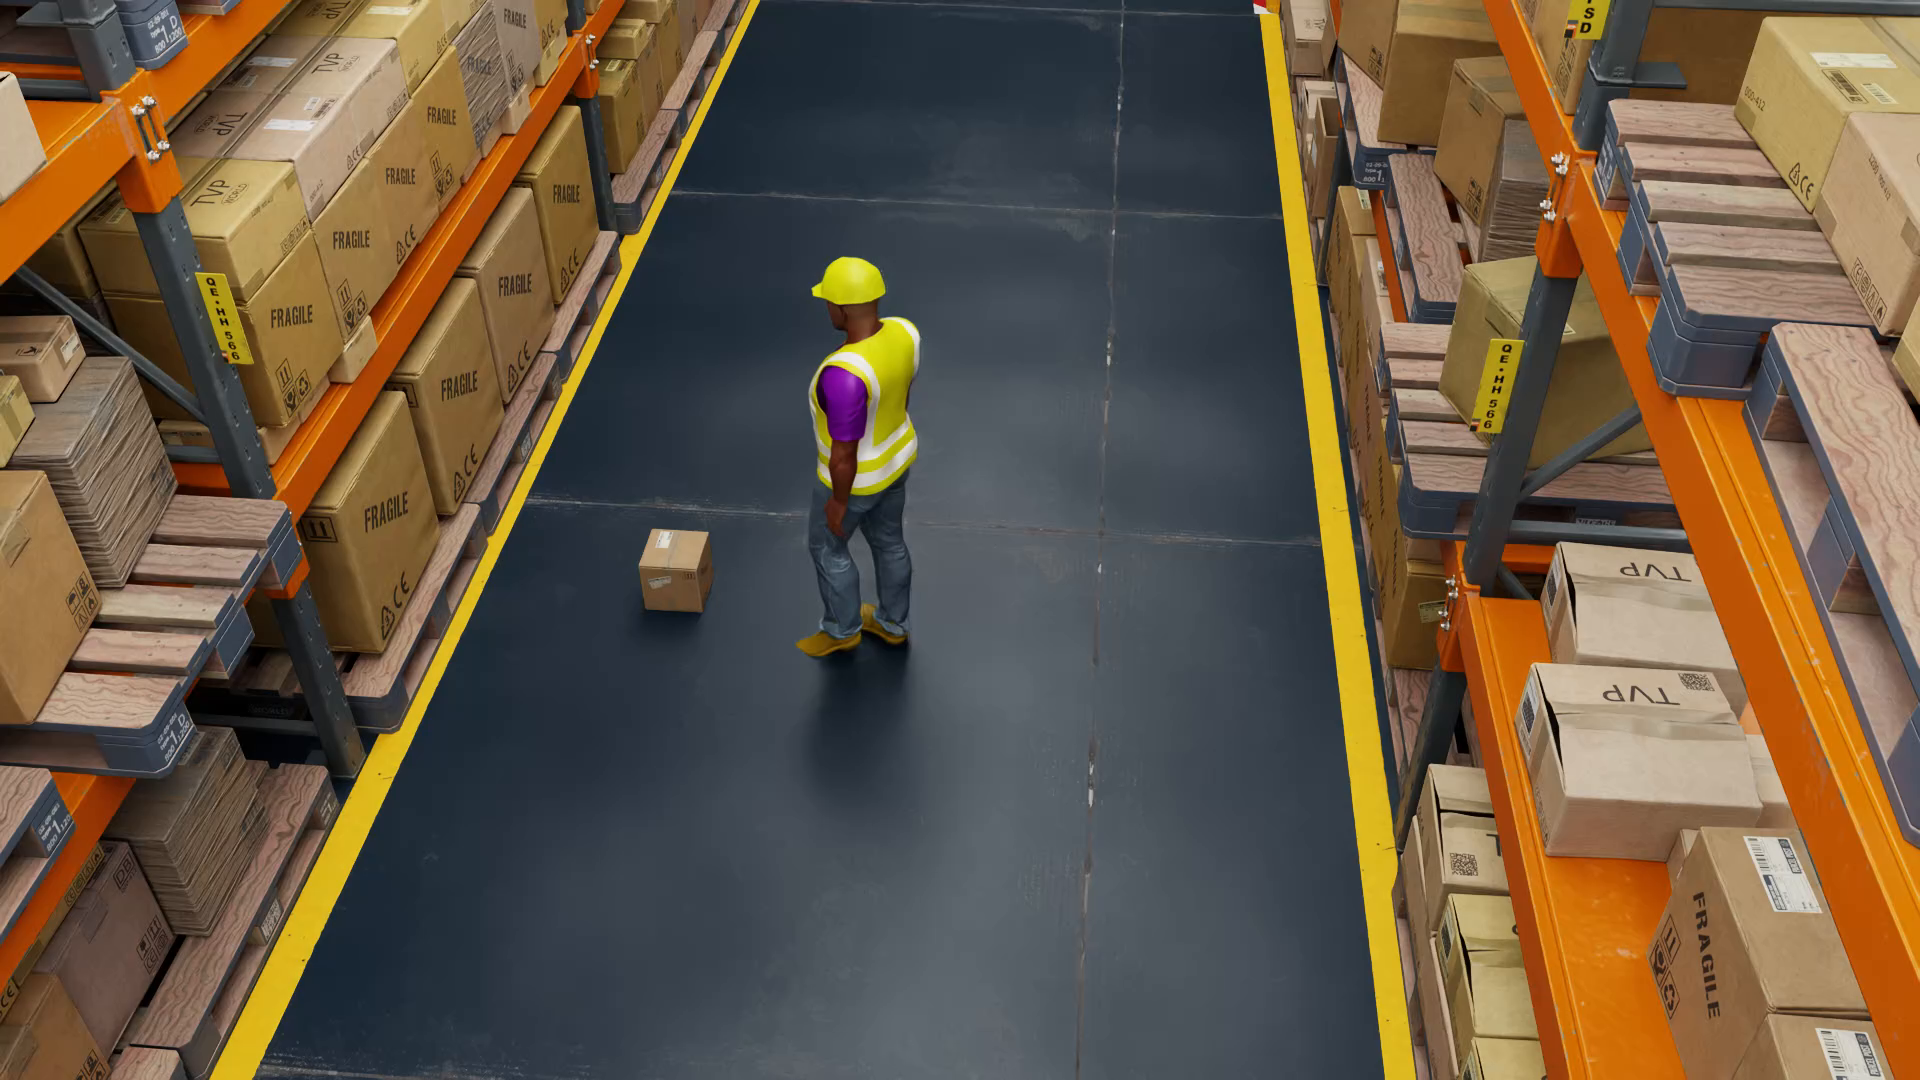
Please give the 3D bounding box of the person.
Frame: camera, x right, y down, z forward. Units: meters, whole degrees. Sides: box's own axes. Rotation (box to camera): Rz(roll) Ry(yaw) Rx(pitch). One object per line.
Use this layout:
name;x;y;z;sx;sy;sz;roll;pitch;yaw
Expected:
person;7.679;2.624;1.908;19.833;3.238;0.516;23;45;25
